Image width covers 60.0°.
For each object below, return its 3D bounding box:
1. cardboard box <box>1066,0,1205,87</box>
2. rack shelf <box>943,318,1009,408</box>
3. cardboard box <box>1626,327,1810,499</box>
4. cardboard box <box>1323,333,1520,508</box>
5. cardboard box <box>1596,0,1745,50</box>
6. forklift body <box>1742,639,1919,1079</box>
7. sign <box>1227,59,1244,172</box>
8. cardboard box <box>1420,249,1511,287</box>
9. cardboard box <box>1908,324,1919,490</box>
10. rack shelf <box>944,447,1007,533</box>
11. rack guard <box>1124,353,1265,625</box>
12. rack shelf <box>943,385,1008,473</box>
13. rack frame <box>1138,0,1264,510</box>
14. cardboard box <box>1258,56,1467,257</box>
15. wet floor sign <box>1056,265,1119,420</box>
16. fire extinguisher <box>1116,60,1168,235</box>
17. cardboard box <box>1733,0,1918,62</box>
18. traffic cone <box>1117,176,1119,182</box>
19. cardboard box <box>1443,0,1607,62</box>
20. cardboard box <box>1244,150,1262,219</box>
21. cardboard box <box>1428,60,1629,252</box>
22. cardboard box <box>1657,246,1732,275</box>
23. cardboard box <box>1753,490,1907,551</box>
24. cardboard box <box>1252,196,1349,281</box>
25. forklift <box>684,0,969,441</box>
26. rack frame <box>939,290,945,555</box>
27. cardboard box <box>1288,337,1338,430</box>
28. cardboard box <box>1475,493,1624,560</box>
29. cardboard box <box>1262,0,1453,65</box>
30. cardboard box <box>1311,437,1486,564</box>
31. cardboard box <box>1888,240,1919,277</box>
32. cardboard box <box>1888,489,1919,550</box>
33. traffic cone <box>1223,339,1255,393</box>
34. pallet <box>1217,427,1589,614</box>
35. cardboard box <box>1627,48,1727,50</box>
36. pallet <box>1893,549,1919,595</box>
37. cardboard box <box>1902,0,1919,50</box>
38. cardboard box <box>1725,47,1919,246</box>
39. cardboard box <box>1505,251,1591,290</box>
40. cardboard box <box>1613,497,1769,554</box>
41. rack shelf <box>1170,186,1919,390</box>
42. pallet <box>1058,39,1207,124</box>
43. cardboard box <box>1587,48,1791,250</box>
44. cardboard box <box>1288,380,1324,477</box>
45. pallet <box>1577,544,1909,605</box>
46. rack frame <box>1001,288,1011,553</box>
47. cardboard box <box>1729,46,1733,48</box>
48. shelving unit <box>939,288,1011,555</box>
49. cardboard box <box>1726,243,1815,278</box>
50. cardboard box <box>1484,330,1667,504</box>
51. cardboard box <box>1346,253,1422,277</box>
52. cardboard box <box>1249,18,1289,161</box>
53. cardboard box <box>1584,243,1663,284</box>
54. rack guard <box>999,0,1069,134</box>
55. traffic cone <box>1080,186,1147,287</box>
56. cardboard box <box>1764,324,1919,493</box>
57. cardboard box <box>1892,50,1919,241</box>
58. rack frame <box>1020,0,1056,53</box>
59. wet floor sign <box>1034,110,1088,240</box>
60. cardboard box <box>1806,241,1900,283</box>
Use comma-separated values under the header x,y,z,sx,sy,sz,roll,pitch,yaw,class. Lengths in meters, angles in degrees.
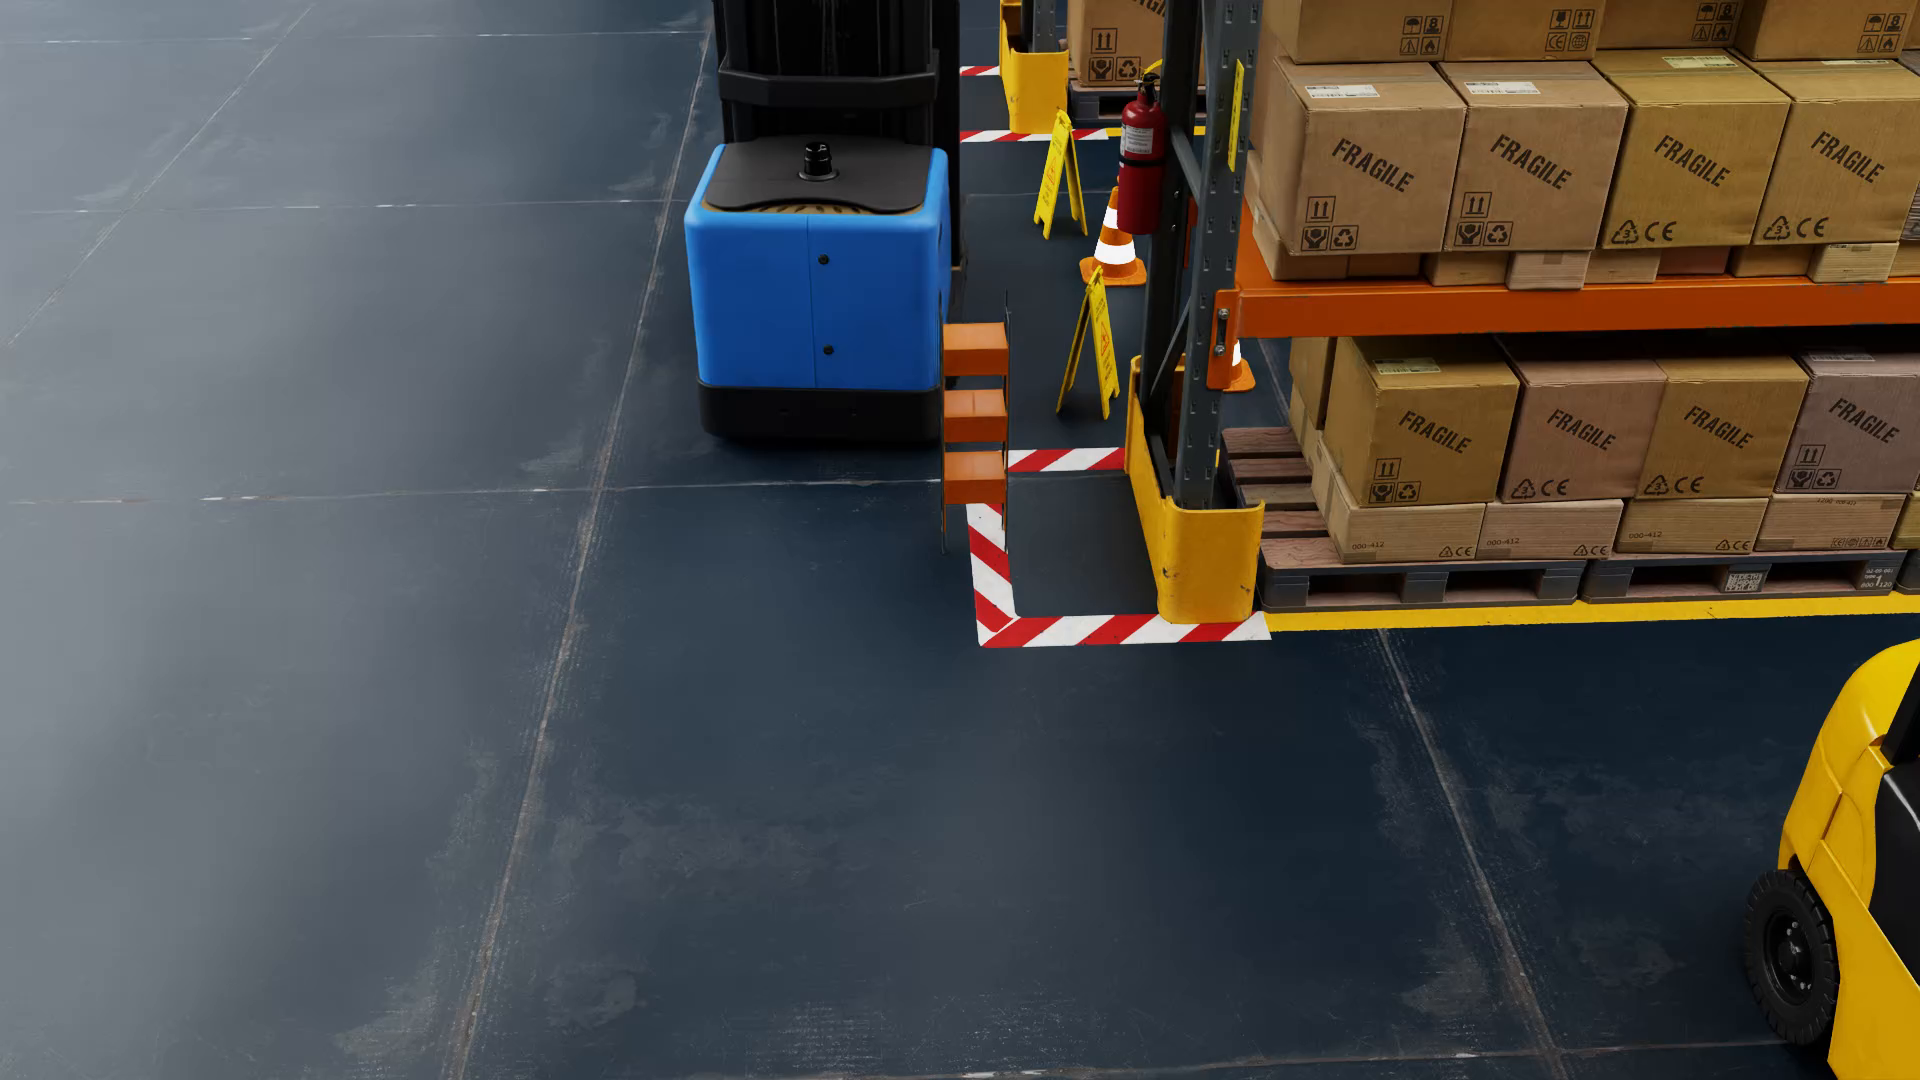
x,y,z,sx,sy,sz,roll,pitch,yaw,class
1.158,-3.420,10.424,0.875,0.875,0.875,-1,35,-2,cardboard box
0.053,-0.658,6.169,0.240,0.259,0.215,-2,35,-2,rack shelf
2.685,-0.495,6.089,0.500,0.500,0.500,-1,35,-1,cardboard box
1.662,-0.470,6.052,0.500,0.500,0.500,-3,35,-4,cardboard box
2.330,-2.048,5.716,0.500,0.500,0.700,-2,35,-3,cardboard box
2.866,0.829,3.534,1.214,2.155,2.313,-2,35,-2,forklift body
0.845,-1.301,5.105,0.005,0.325,0.100,-2,35,-2,sign
1.689,-1.018,5.677,0.250,0.149,0.380,-3,35,-4,cardboard box
3.729,-0.529,6.137,0.500,0.500,0.500,-1,35,-1,cardboard box
0.053,-0.196,6.488,0.240,0.259,0.215,-2,35,-2,rack shelf
0.895,-0.228,6.511,0.348,0.500,1.175,-2,35,-2,rack guard
0.053,-0.424,6.330,0.240,0.259,0.215,-2,35,-2,rack shelf
0.819,-1.254,5.797,0.127,3.000,1.000,-2,35,-2,rack frame
1.305,-1.272,5.474,0.500,0.500,0.500,-2,35,-3,cardboard box
0.579,-0.889,7.338,0.232,0.644,0.267,10,36,14,wet floor sign
0.683,-1.481,6.193,0.183,0.674,0.296,-2,35,-2,fire extinguisher
2.834,-1.982,5.621,0.500,0.500,0.700,-2,35,-3,cardboard box
1.082,-2.229,9.435,0.334,0.463,0.336,-2,35,-2,traffic cone
1.825,-1.975,5.612,0.500,0.500,0.700,-1,35,-2,cardboard box
1.183,-1.282,6.058,0.250,0.149,0.380,0,35,-1,cardboard box
1.823,-1.288,5.497,0.500,0.500,0.500,-1,35,-1,cardboard box
2.462,-1.066,5.746,0.250,0.149,0.380,0,35,-1,cardboard box
3.197,-0.204,6.327,0.500,0.250,0.500,-1,35,-1,cardboard box
1.168,-1.042,5.711,0.250,0.149,0.380,-1,35,-2,cardboard box
-0.528,-2.439,7.570,1.130,2.935,3.031,2,35,2,forklift
-0.069,-0.430,6.320,0.008,1.050,0.200,-2,35,-2,rack frame
1.607,-0.774,6.492,0.500,0.500,0.500,-1,35,-2,cardboard box
2.148,-0.170,6.278,0.500,0.250,0.500,0,35,-1,cardboard box
1.319,-1.966,5.598,0.500,0.500,0.700,-2,35,-3,cardboard box
1.638,-0.160,6.264,0.500,0.250,0.500,-2,35,-3,cardboard box
3.236,-1.057,5.733,0.250,0.149,0.380,-2,35,-3,cardboard box
3.705,-0.215,6.343,0.500,0.250,0.500,-2,35,-3,cardboard box
1.188,-0.955,7.595,0.334,0.463,0.336,-2,35,-2,traffic cone
1.708,-0.111,6.596,1.213,0.211,1.003,-2,35,-2,pallet
2.349,-1.611,5.963,0.500,0.500,0.500,-2,35,-2,cardboard box
4.146,-0.177,6.691,1.213,0.211,1.003,-2,35,-2,pallet
3.351,-2.048,5.716,0.500,0.500,0.700,-2,35,-3,cardboard box
2.839,-1.321,5.544,0.500,0.500,0.500,-2,35,-3,cardboard box
1.944,-0.999,5.649,0.250,0.149,0.380,-1,35,-1,cardboard box
2.693,-0.192,6.309,0.500,0.250,0.500,1,35,1,cardboard box
2.817,-1.012,6.079,4.000,0.370,1.077,-2,35,-2,rack shelf
1.279,-2.984,10.747,1.213,0.211,1.003,-2,35,-2,pallet
2.332,-1.302,5.518,0.500,0.500,0.500,-2,35,-3,cardboard box
1.638,-0.471,6.713,0.500,0.250,0.500,-2,35,-2,cardboard box
2.924,-0.142,6.641,1.213,0.211,1.003,-2,35,-2,pallet
0.175,-0.436,6.329,0.008,1.050,0.200,-2,35,-2,rack frame
2.856,-1.614,5.968,0.500,0.500,0.500,-1,35,-2,cardboard box
0.053,-0.433,6.324,0.252,1.050,0.215,-2,35,-2,shelving unit
2.727,-1.056,5.732,0.250,0.149,0.380,-2,35,-3,cardboard box
2.184,-0.486,6.076,0.500,0.500,0.500,-3,35,-4,cardboard box
1.420,-1.057,5.733,0.250,0.149,0.380,-1,35,-2,cardboard box
1.348,-1.588,5.931,0.500,0.500,0.500,-2,35,-3,cardboard box
2.201,-1.025,5.686,0.250,0.149,0.380,-1,35,-1,cardboard box
0.460,-3.036,10.569,0.348,0.500,1.175,-2,35,-2,rack guard
0.796,-1.577,8.493,0.334,0.463,0.336,-2,35,-2,traffic cone
3.219,-0.514,6.116,0.500,0.500,0.500,0,35,0,cardboard box
3.351,-1.337,5.568,0.500,0.500,0.500,-1,35,-1,cardboard box
0.484,-4.065,9.858,0.127,3.000,1.000,-2,35,-2,rack frame
0.549,-1.970,8.901,0.232,0.644,0.267,-7,35,-10,wet floor sign
2.981,-1.030,5.694,0.250,0.149,0.380,-1,35,-2,cardboard box
